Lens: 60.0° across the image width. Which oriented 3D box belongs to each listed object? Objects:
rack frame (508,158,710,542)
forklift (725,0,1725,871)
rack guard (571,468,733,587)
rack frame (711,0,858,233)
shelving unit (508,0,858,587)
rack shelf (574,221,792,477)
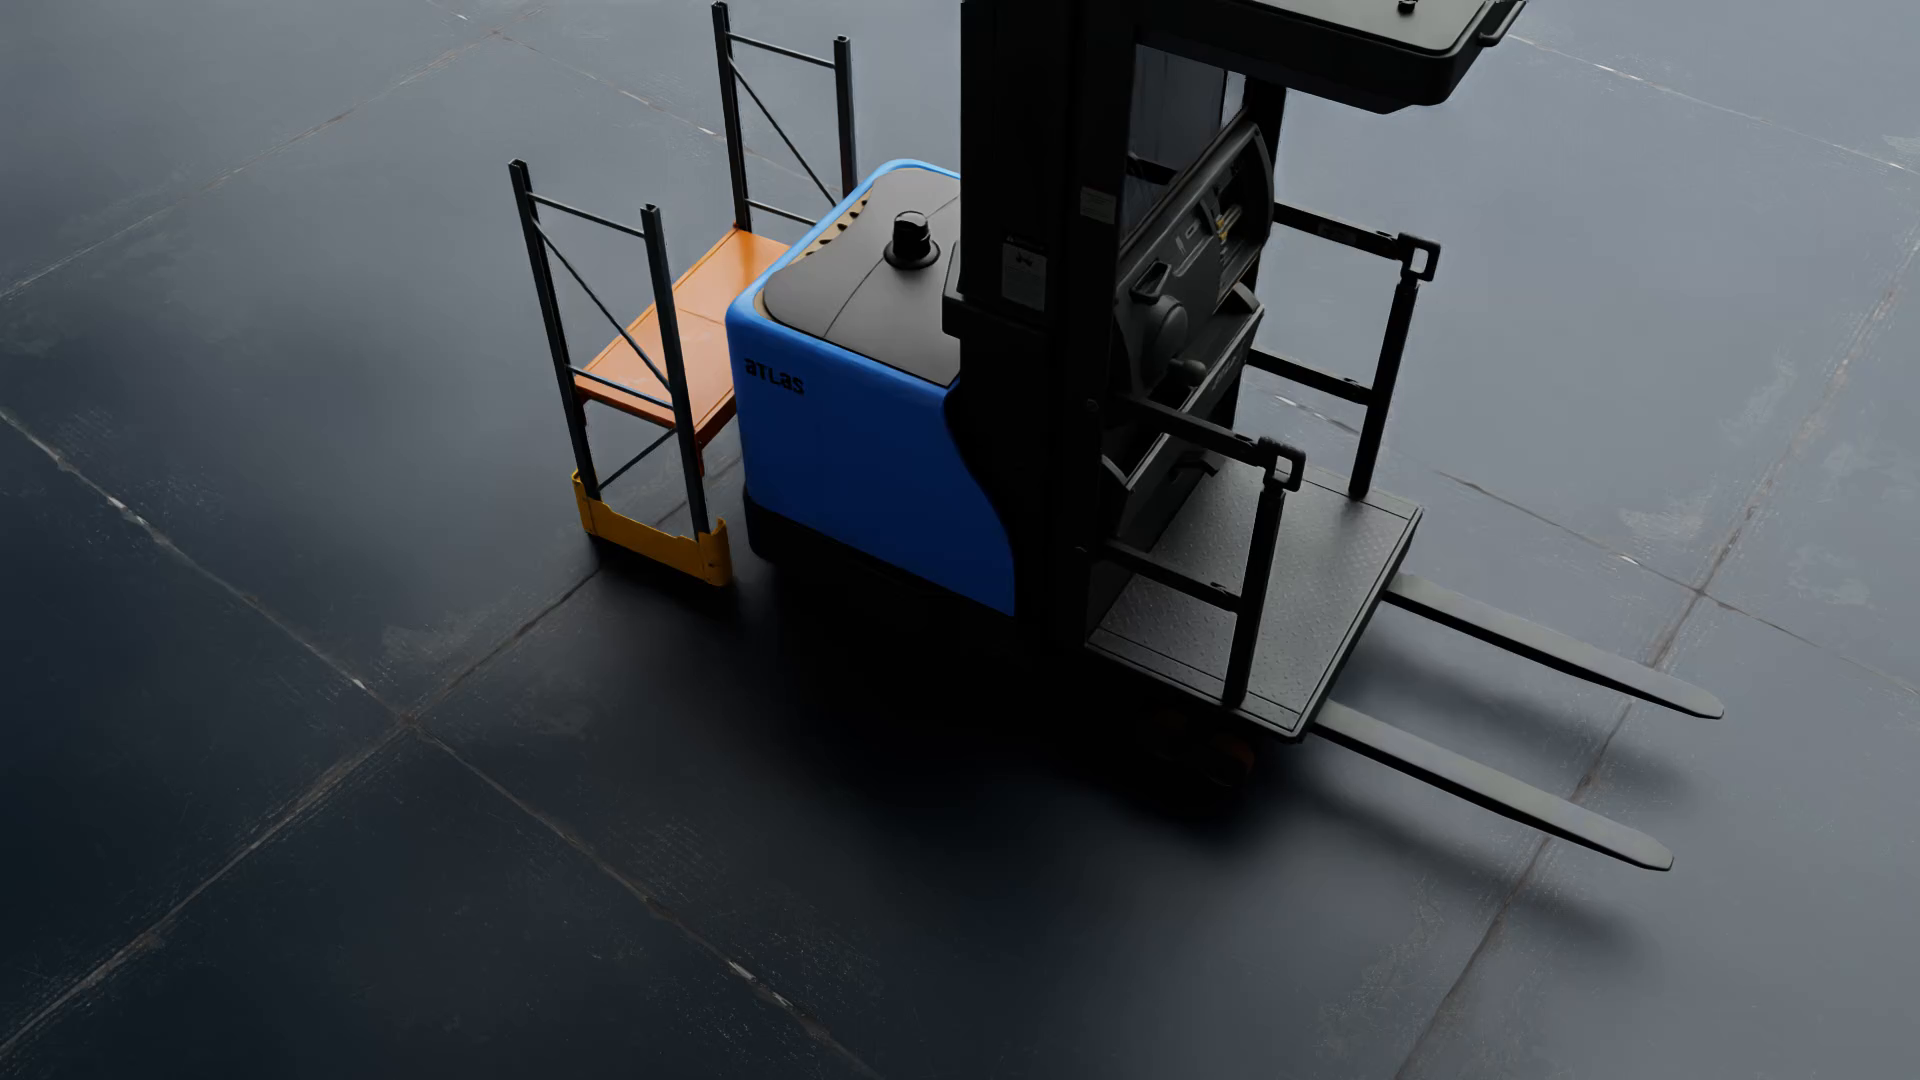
[{"bbox_3d":[-1.050,-0.469,5.161,0.500,1.500,0.032,21,50,19],"label":"rack frame"},{"bbox_3d":[0.815,-0.711,4.402,3.031,2.935,1.130,23,51,21],"label":"forklift"},{"bbox_3d":[-1.040,-0.050,5.625,0.587,0.250,0.087,21,50,19],"label":"rack guard"},{"bbox_3d":[-0.569,-1.117,5.780,0.500,1.500,0.032,21,50,19],"label":"rack frame"},{"bbox_3d":[-0.805,-0.799,5.476,0.587,1.500,1.083,21,50,19],"label":"shelving unit"},{"bbox_3d":[-0.809,-0.669,5.600,0.538,0.185,1.000,21,50,19],"label":"rack shelf"}]
